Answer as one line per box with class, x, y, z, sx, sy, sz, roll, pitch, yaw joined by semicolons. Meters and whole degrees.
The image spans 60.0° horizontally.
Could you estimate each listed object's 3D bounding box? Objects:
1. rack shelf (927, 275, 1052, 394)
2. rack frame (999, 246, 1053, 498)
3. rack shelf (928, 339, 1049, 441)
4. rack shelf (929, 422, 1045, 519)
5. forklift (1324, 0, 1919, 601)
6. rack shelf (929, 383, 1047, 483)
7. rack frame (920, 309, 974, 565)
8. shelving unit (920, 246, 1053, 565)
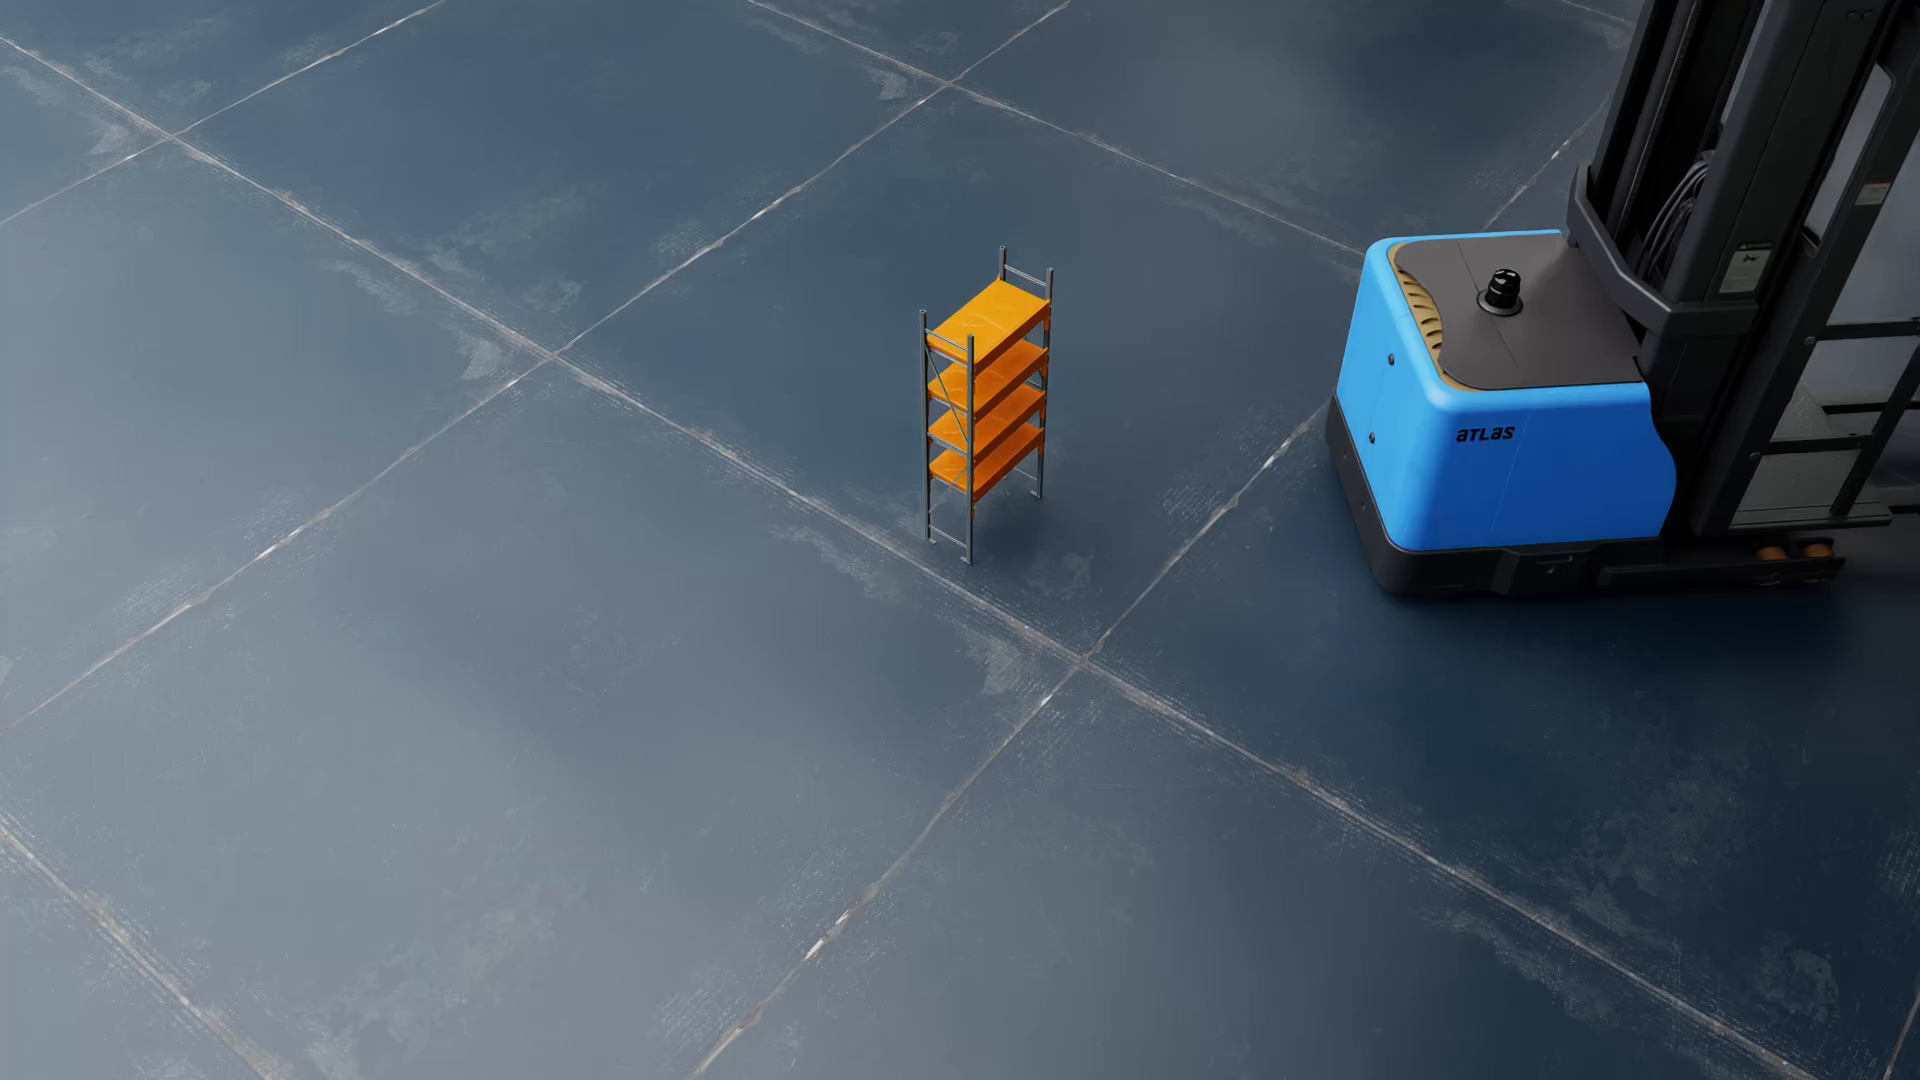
rack shelf;0.101;-0.781;6.287;0.258;0.148;0.480;29;53;25
rack frame;0.250;-0.649;6.705;0.240;1.200;0.015;29;53;25
rack shelf;0.101;-0.617;6.458;0.258;0.148;0.480;29;53;25
rack shelf;0.101;-0.326;6.764;0.258;0.148;0.480;29;53;25
forklift;3.136;-1.208;6.042;3.031;2.935;1.130;-4;46;-3
rack shelf;0.101;-0.463;6.620;0.258;0.148;0.480;29;53;25
rack frame;-0.048;-0.370;6.438;0.240;1.200;0.015;29;53;25
shelving unit;0.101;-0.509;6.571;0.258;1.200;0.503;29;53;25
